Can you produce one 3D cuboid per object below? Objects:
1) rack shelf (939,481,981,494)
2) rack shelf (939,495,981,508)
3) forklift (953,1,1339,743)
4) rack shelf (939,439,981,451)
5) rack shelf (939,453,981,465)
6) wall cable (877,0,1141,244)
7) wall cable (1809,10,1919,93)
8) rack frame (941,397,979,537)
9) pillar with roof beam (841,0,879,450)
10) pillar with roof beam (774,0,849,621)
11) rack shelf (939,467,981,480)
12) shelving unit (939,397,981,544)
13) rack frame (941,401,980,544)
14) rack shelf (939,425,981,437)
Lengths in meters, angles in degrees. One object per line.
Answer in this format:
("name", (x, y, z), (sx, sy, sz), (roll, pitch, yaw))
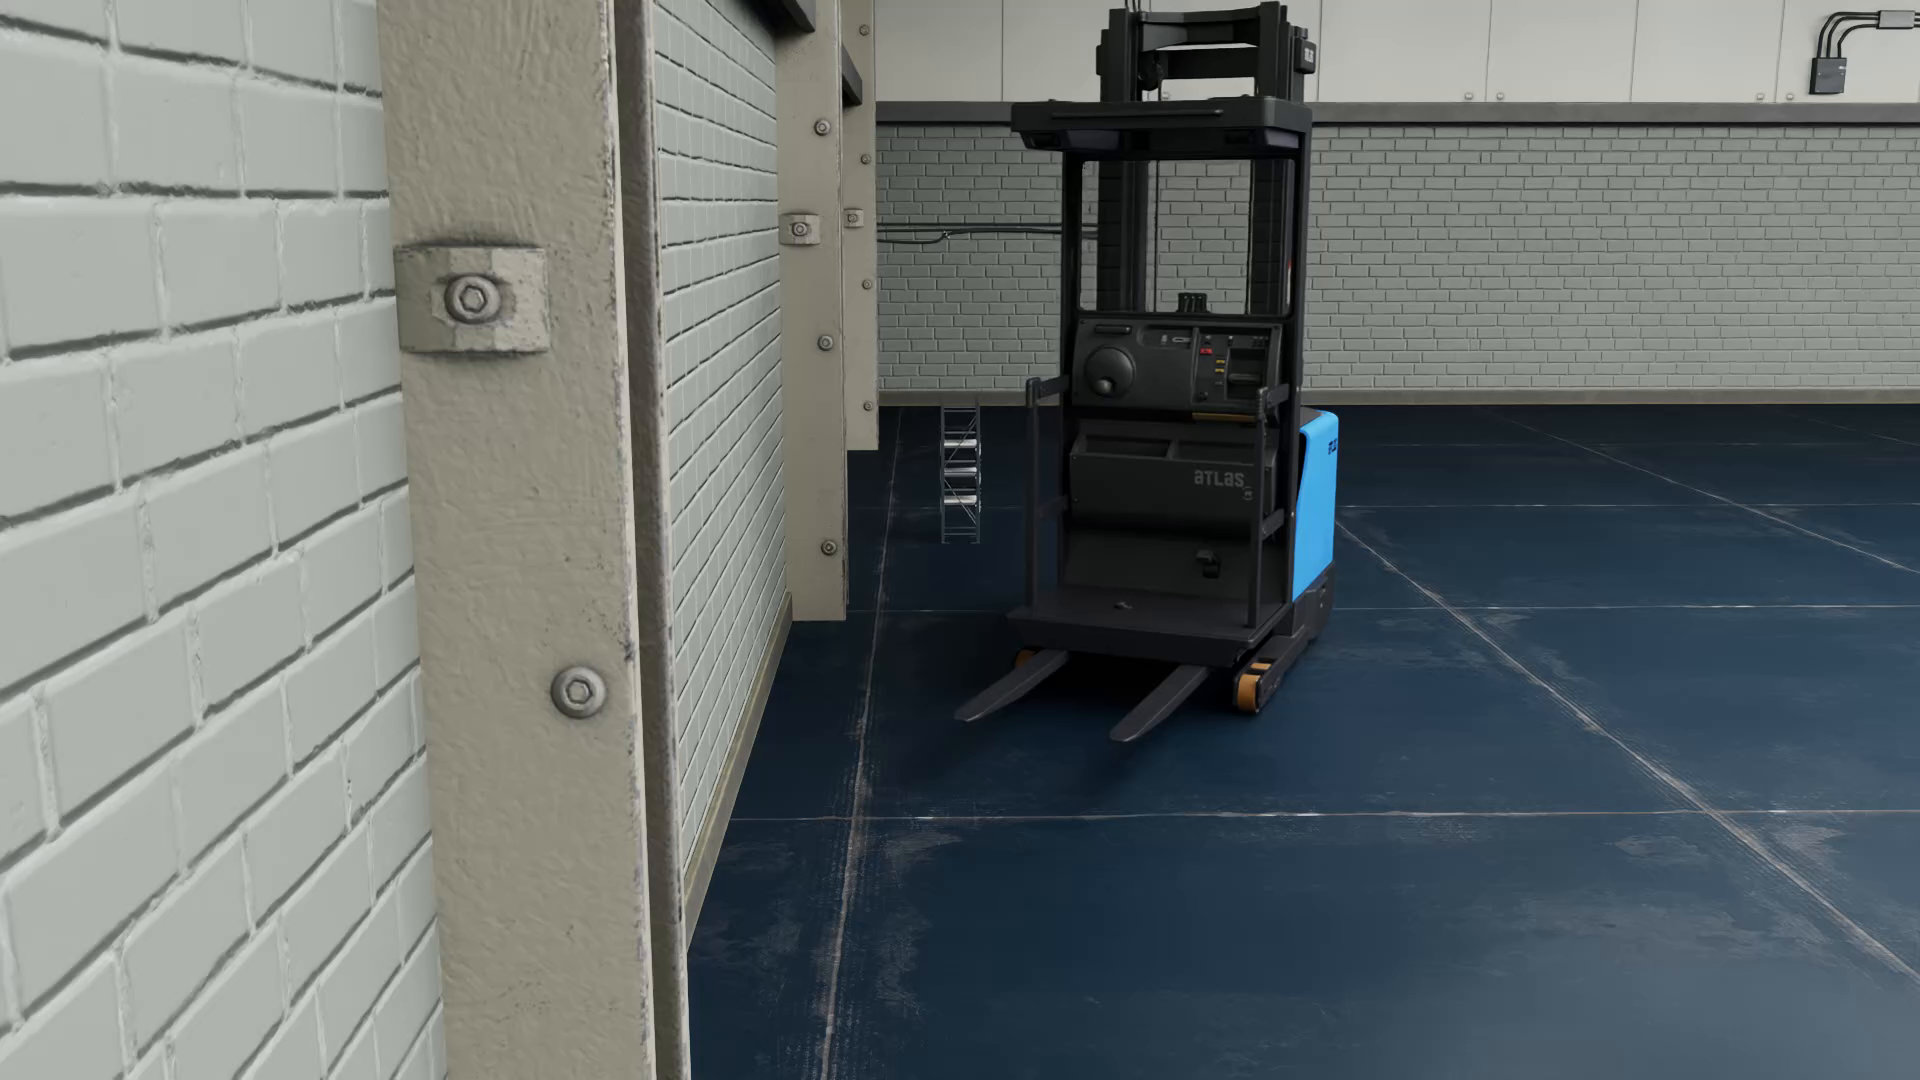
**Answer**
("rack shelf", (0.000, -0.319, 10.486), (0.258, 0.077, 0.200), (0, 11, -1))
("rack shelf", (0.000, -0.230, 10.504), (0.258, 0.077, 0.200), (0, 11, -1))
("forklift", (0.872, -0.805, 7.155), (1.130, 2.935, 3.031), (5, 12, 23))
("rack shelf", (0.000, -0.583, 10.433), (0.258, 0.077, 0.200), (0, 11, -1))
("rack shelf", (0.000, -0.495, 10.450), (0.258, 0.077, 0.200), (0, 11, -1))
("wall cable", (0.391, -4.299, 16.925), (3.097, 2.526, 0.112), (0, 11, -1))
("wall cable", (9.883, -7.523, 16.455), (2.305, 6.003, 0.169), (0, 11, -1))
("rack frame", (-0.002, -0.460, 10.561), (0.240, 0.900, 0.006), (0, 11, -1))
("pillar with roof beam", (3.434, -5.247, 13.790), (9.100, 9.000, 0.400), (0, 11, -1))
("pillar with roof beam", (3.558, -4.054, 7.911), (9.100, 9.000, 0.400), (0, 11, -1))
("rack shelf", (0.000, -0.407, 10.468), (0.258, 0.077, 0.200), (0, 11, -1))
("shelving unit", (0.000, -0.439, 10.462), (0.258, 0.900, 0.210), (0, 11, -1))
("rack frame", (0.002, -0.419, 10.362), (0.240, 0.900, 0.006), (0, 11, -1))
("rack shelf", (0.000, -0.671, 10.415), (0.258, 0.077, 0.200), (0, 11, -1))
